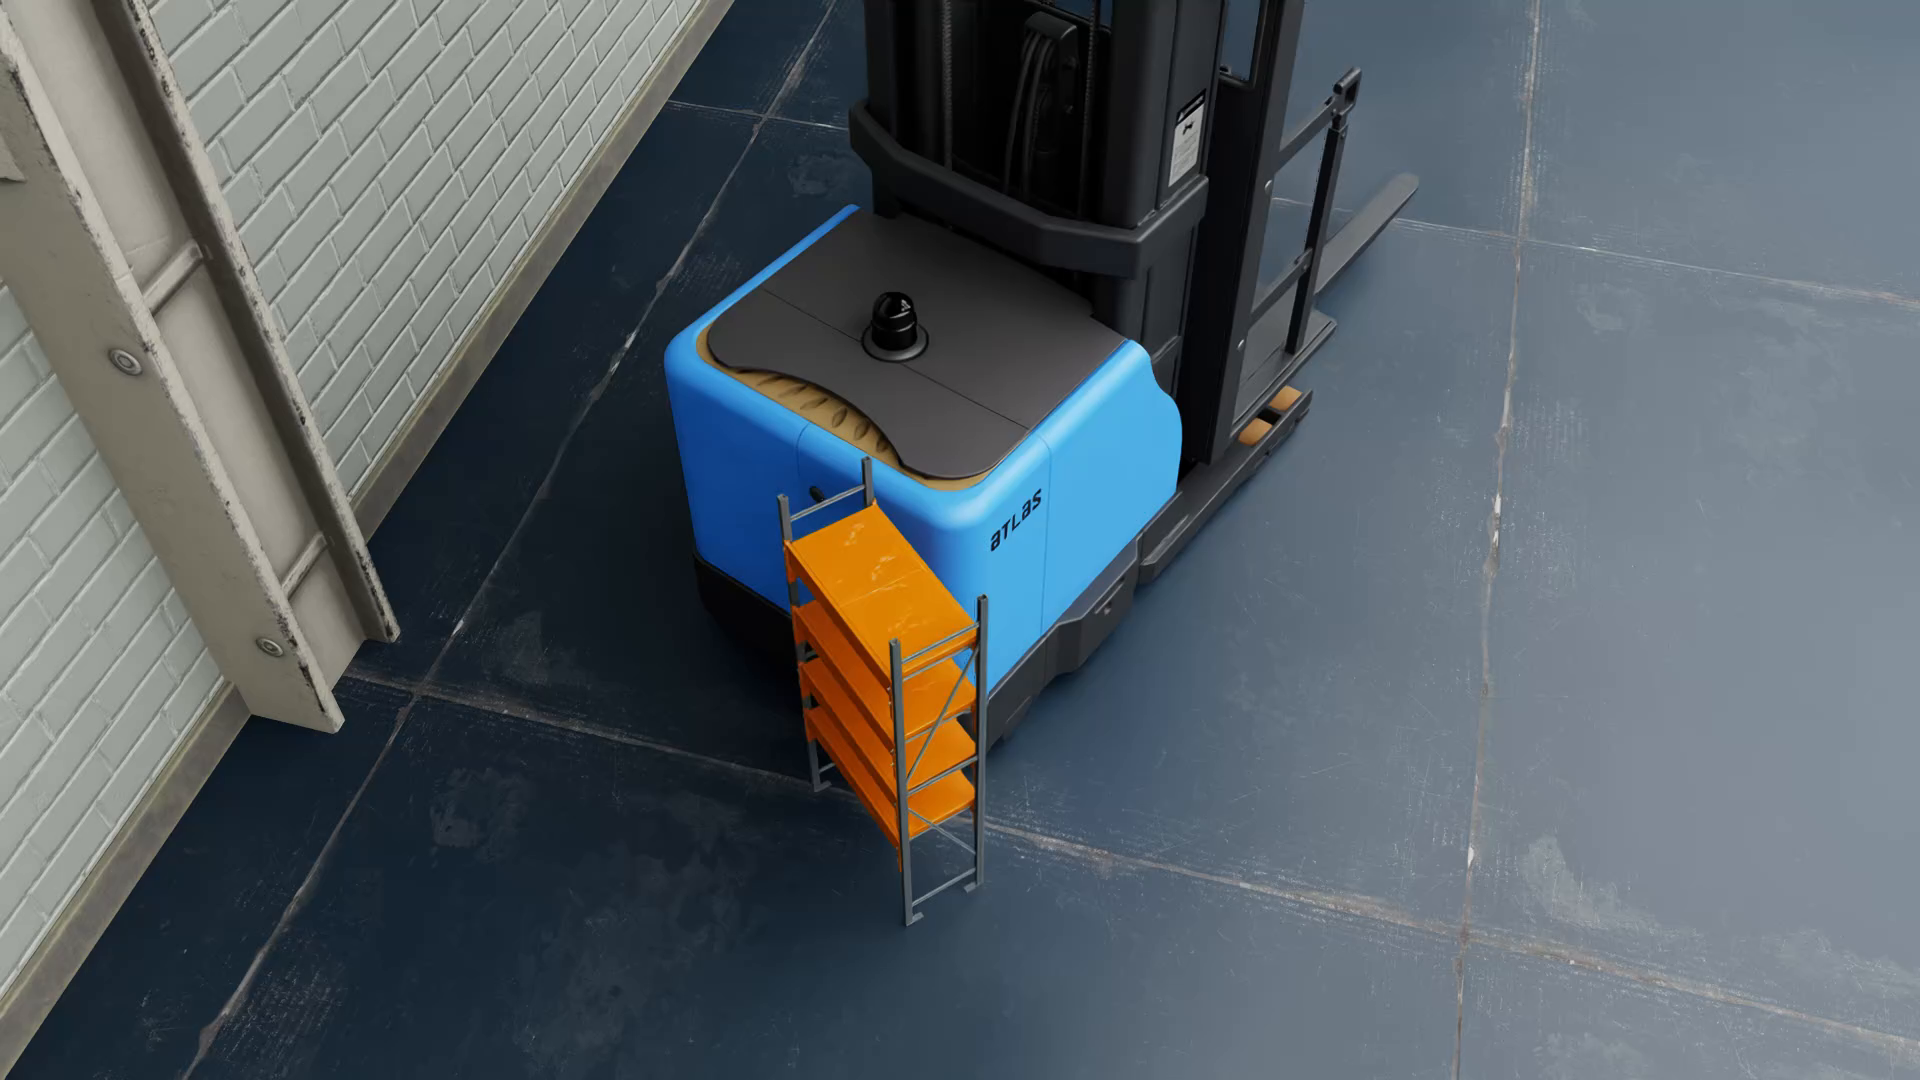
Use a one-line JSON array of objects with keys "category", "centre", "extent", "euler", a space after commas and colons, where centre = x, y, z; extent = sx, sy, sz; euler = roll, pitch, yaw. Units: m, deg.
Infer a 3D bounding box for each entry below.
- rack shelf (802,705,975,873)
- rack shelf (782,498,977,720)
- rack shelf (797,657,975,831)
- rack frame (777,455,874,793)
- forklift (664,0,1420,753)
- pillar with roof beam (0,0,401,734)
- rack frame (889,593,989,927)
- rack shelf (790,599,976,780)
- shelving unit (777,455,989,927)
[{"category": "rack shelf", "centre": [-0.175, 0.585, 4.288], "extent": [0.258, 0.148, 0.480], "euler": [-26, 53, -21]}, {"category": "rack shelf", "centre": [-0.175, 0.149, 3.794], "extent": [0.258, 0.148, 0.480], "euler": [-26, 53, -21]}, {"category": "rack shelf", "centre": [-0.175, 0.454, 4.139], "extent": [0.258, 0.148, 0.480], "euler": [-26, 53, -21]}, {"category": "rack frame", "centre": [-0.307, 0.255, 4.224], "extent": [0.240, 1.200, 0.015], "euler": [-26, 53, -21]}, {"category": "forklift", "centre": [0.513, -1.409, 4.539], "extent": [1.130, 2.935, 3.031], "euler": [30, 55, 24]}, {"category": "pillar with roof beam", "centre": [2.270, -1.747, 0.790], "extent": [9.100, 9.000, 0.400], "euler": [12, 50, 10]}, {"category": "rack frame", "centre": [-0.044, 0.563, 3.953], "extent": [0.240, 1.200, 0.015], "euler": [-26, 53, -21]}, {"category": "rack shelf", "centre": [-0.175, 0.306, 3.971], "extent": [0.258, 0.148, 0.480], "euler": [-26, 53, -21]}, {"category": "shelving unit", "centre": [-0.175, 0.409, 4.089], "extent": [0.258, 1.200, 0.503], "euler": [-26, 53, -21]}]
